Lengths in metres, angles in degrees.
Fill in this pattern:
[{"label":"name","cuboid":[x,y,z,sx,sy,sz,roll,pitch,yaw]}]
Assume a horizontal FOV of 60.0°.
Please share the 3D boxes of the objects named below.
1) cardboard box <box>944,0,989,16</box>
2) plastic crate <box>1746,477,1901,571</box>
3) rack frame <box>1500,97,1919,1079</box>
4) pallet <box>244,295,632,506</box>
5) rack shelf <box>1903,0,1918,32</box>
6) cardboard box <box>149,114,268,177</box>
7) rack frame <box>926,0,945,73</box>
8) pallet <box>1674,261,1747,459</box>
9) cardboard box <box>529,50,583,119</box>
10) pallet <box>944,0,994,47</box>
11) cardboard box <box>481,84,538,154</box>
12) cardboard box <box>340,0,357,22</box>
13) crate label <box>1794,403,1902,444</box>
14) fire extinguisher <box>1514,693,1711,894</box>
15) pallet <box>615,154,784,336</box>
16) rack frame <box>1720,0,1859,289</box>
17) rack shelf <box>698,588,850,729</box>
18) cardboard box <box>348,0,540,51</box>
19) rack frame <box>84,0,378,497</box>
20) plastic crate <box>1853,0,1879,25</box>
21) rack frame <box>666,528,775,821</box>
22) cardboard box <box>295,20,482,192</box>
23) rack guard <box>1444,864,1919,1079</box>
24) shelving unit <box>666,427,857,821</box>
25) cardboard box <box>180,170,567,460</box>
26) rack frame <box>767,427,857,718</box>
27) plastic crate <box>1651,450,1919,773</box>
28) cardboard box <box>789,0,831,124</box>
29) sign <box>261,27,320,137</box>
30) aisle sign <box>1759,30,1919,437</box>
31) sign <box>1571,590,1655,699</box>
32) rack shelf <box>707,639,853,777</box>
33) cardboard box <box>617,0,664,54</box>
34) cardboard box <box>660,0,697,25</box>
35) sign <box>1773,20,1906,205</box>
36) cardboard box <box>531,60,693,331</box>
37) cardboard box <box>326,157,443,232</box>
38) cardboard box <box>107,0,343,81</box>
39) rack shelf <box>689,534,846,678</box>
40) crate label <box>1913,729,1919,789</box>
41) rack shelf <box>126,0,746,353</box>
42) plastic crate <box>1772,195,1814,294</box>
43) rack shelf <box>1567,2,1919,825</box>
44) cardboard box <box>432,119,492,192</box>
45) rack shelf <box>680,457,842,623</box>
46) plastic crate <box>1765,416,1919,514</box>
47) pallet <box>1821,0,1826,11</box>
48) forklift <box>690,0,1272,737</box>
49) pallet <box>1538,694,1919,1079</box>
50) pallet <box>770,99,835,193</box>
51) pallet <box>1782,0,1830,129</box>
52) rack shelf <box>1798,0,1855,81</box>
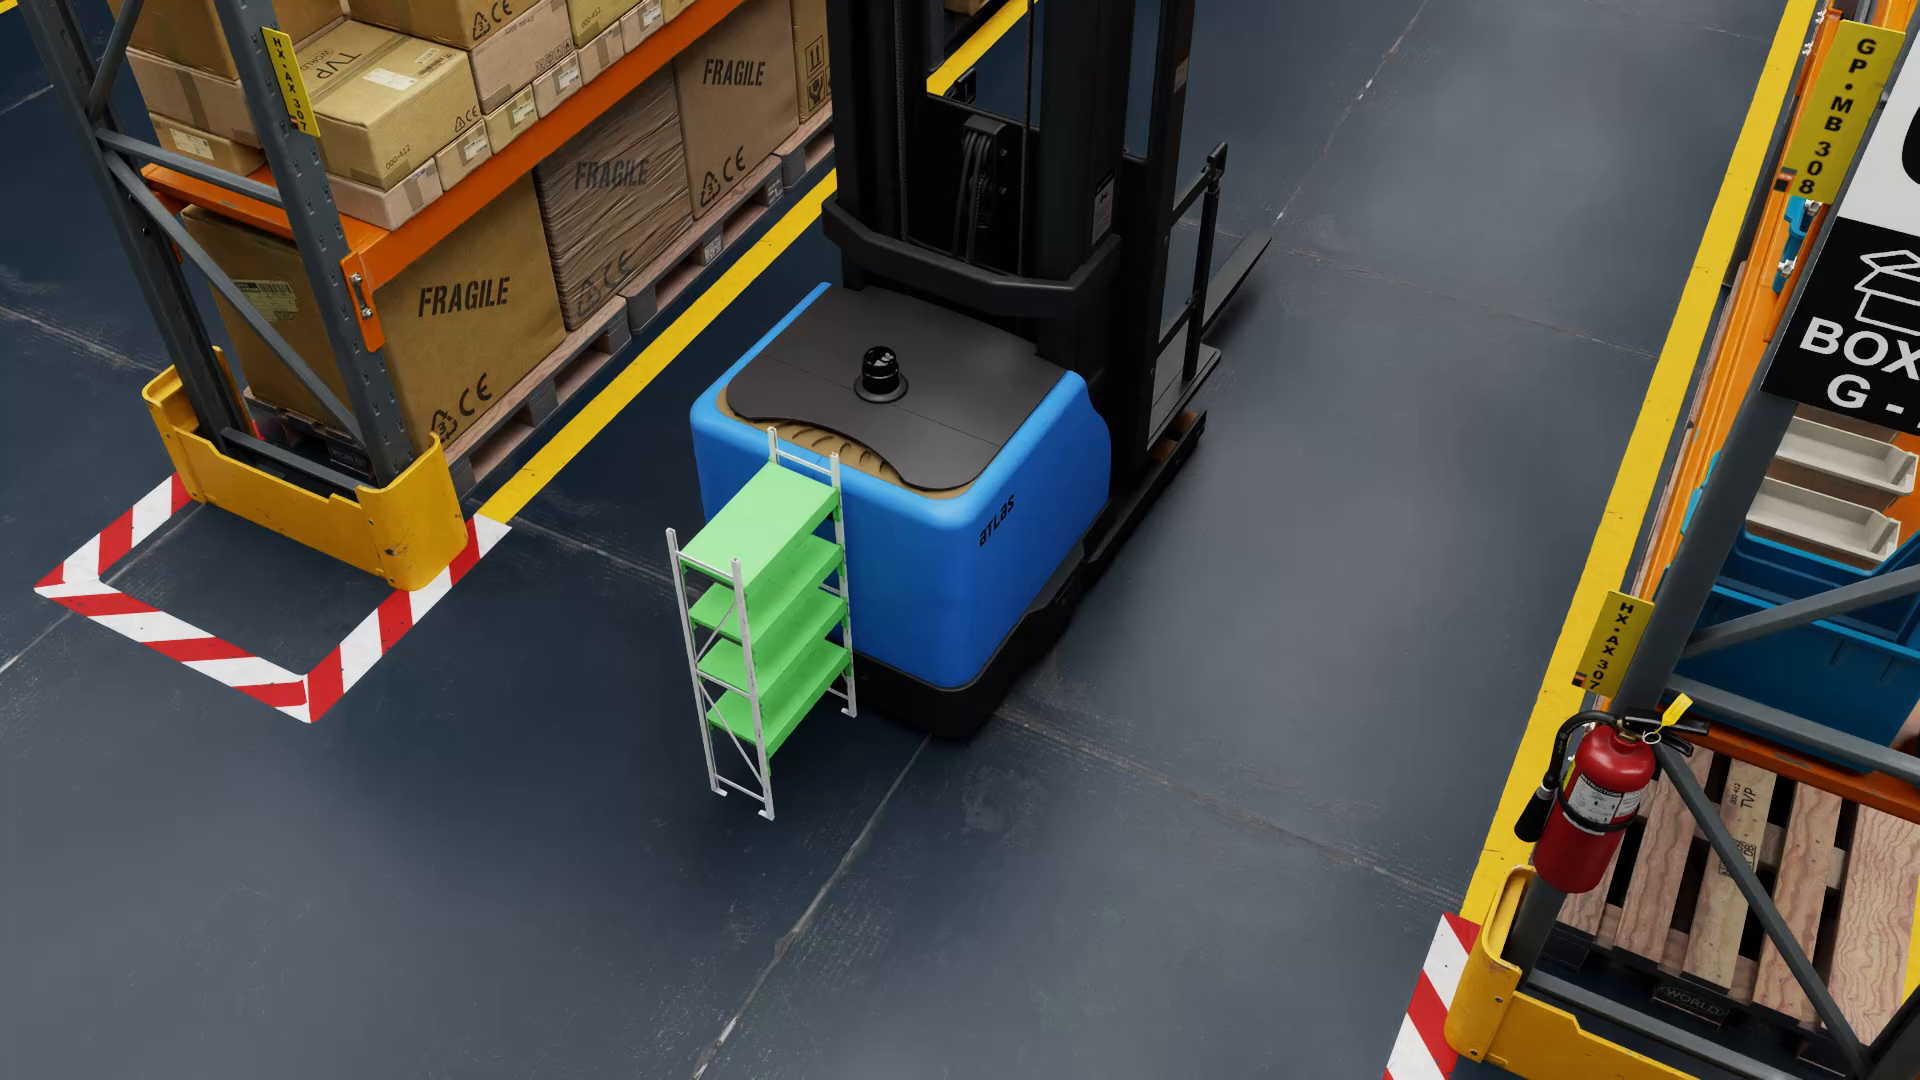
[{"label":"cardboard box","cuboid":[-0.271,-3.496,8.795,1.225,0.875,0.875,21,49,19]},{"label":"plastic crate","cuboid":[2.198,-0.032,4.316,0.396,0.136,0.243,20,49,19]},{"label":"rack frame","cuboid":[1.980,0.470,3.677,1.000,3.000,0.127,20,49,19]},{"label":"pallet","cuboid":[-2.105,-0.715,6.808,1.003,0.211,1.213,20,49,19]},{"label":"rack shelf","cuboid":[2.908,-1.660,4.041,0.919,0.124,3.809,20,49,19]},{"label":"cardboard box","cuboid":[-2.534,-1.410,5.712,0.380,0.149,0.250,21,49,20]},{"label":"rack frame","cuboid":[-0.550,-3.685,7.783,1.000,3.000,0.127,20,49,19]},{"label":"pallet","cuboid":[3.530,-0.594,6.689,1.003,0.211,1.213,20,49,19]},{"label":"cardboard box","cuboid":[-1.594,-1.680,5.978,0.380,0.149,0.250,20,49,18]},{"label":"pallet","cuboid":[-0.259,-3.216,9.280,1.003,0.211,1.213,20,49,19]},{"label":"cardboard box","cuboid":[-1.714,-1.515,5.815,0.380,0.149,0.250,19,48,18]},{"label":"cardboard box","cuboid":[-2.181,-1.930,5.944,0.500,0.250,0.500,20,49,18]},{"label":"crate label","cuboid":[2.453,-0.394,4.673,0.396,0.136,0.243,20,49,19]},{"label":"fire extinguisher","cuboid":[1.507,0.573,3.891,0.296,0.674,0.183,20,49,19]},{"label":"pallet","cuboid":[-1.538,-1.481,7.565,1.003,0.211,1.213,20,49,19]},{"label":"rack frame","cuboid":[3.836,-2.050,6.167,1.000,3.000,0.127,20,49,19]},{"label":"rack shelf","cuboid":[-0.582,0.331,5.170,0.258,0.148,0.480,23,50,21]},{"label":"cardboard box","cuboid":[-1.713,-2.009,5.496,0.500,0.500,0.500,19,48,18]},{"label":"rack frame","cuboid":[-2.410,-1.167,5.294,0.949,2.616,0.053,20,49,19]},{"label":"plastic crate","cuboid":[3.200,-1.614,5.649,0.402,0.464,0.583,20,49,19]},{"label":"rack frame","cuboid":[-0.705,0.435,4.976,0.240,1.200,0.015,23,50,21]},{"label":"cardboard box","cuboid":[-1.945,-1.431,5.451,0.500,0.250,0.500,19,48,18]},{"label":"rack guard","cuboid":[1.980,1.368,4.547,1.175,0.500,0.348,20,49,19]},{"label":"shelving unit","cuboid":[-0.582,0.286,5.124,0.258,1.200,0.503,23,50,21]},{"label":"cardboard box","cuboid":[-2.181,-0.996,6.324,0.875,0.875,0.875,20,49,19]},{"label":"rack frame","cuboid":[-0.459,0.136,5.272,0.240,1.200,0.015,23,50,21]},{"label":"plastic crate","cuboid":[1.970,0.164,3.912,0.616,0.435,0.499,20,49,19]},{"label":"cardboard box","cuboid":[-0.928,-2.697,8.005,0.875,0.875,0.875,20,49,19]},{"label":"sign","cuboid":[-1.919,-1.311,4.772,0.100,0.325,0.005,20,49,19]},{"label":"aisle sign","cuboid":[1.687,-0.495,2.803,0.394,0.787,0.004,20,49,19]},{"label":"sign","cuboid":[1.485,0.241,3.788,0.100,0.325,0.005,20,49,19]},{"label":"rack shelf","cuboid":[-0.582,0.499,5.340,0.258,0.148,0.480,23,50,21]},{"label":"cardboard box","cuboid":[-1.355,-2.003,6.297,0.380,0.149,0.250,20,49,19]},{"label":"cardboard box","cuboid":[-1.237,-2.161,6.454,0.380,0.149,0.250,19,48,18]},{"label":"sign","cuboid":[1.485,-0.719,2.817,0.100,0.325,0.005,20,49,19]},{"label":"cardboard box","cuboid":[-1.759,-1.569,6.891,0.875,0.875,0.875,20,49,19]},{"label":"cardboard box","cuboid":[-1.950,-1.192,5.496,0.380,0.149,0.250,21,49,19]},{"label":"cardboard box","cuboid":[-2.414,-1.875,5.363,0.500,0.500,0.500,21,49,20]},{"label":"rack shelf","cuboid":[-0.582,0.162,4.999,0.258,0.148,0.480,23,50,21]},{"label":"crate label","cuboid":[2.386,0.461,3.761,0.416,0.233,0.303,20,49,19]},{"label":"rack shelf","cuboid":[-1.479,-2.173,6.794,1.077,0.370,4.000,20,49,19]},{"label":"plastic crate","cuboid":[2.706,-0.871,5.077,0.416,0.233,0.300,20,49,19]},{"label":"rack shelf","cuboid":[2.908,-0.537,5.178,1.077,0.370,4.000,20,49,19]},{"label":"cardboard box","cuboid":[-1.832,-1.354,5.656,0.380,0.149,0.250,20,49,18]},{"label":"rack shelf","cuboid":[-0.582,-0.007,4.828,0.258,0.148,0.480,23,50,21]},{"label":"plastic crate","cuboid":[2.345,-0.210,4.492,0.396,0.136,0.243,20,49,19]},{"label":"pallet","cuboid":[5.364,-3.079,9.145,1.003,0.211,1.213,20,49,19]},{"label":"forklift","cuboid":[0.316,-1.416,5.589,1.130,2.935,3.031,22,49,21]},{"label":"pallet","cuboid":[2.397,0.943,5.169,1.003,0.211,1.213,20,49,19]},{"label":"pallet","cuboid":[-0.973,-2.252,8.327,1.003,0.211,1.213,20,49,19]},{"label":"pallet","cuboid":[4.797,-2.314,8.388,1.003,0.211,1.213,20,49,19]},{"label":"rack shelf","cuboid":[4.765,-3.057,7.668,1.077,0.370,4.000,20,49,19]}]
